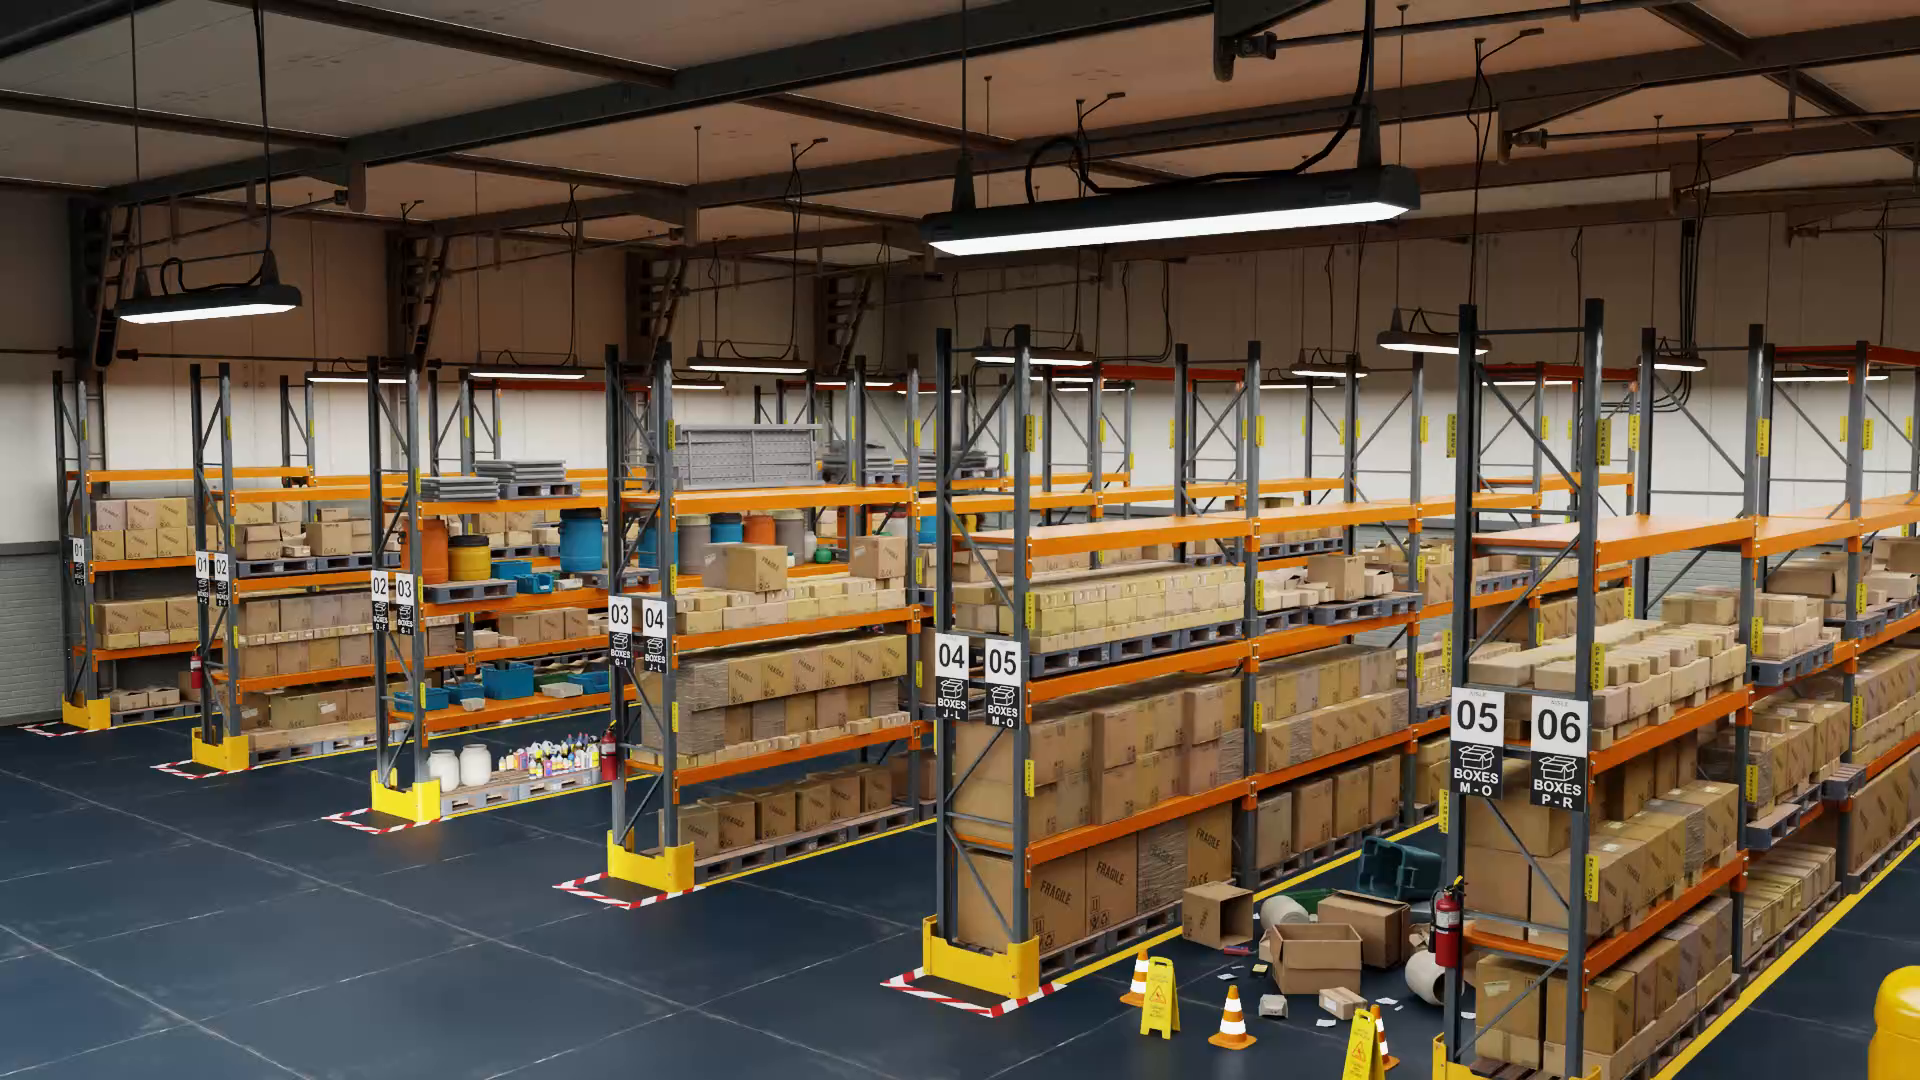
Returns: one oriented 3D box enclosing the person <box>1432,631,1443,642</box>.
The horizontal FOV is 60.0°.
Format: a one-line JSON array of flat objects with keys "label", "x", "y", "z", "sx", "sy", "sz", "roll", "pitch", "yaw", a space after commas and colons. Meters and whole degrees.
[{"label": "person", "x": 7.786, "y": 2.351, "z": 26.978, "sx": 0.765, "sy": 1.736, "sz": 0.743, "roll": -4, "pitch": 6, "yaw": -43}]
